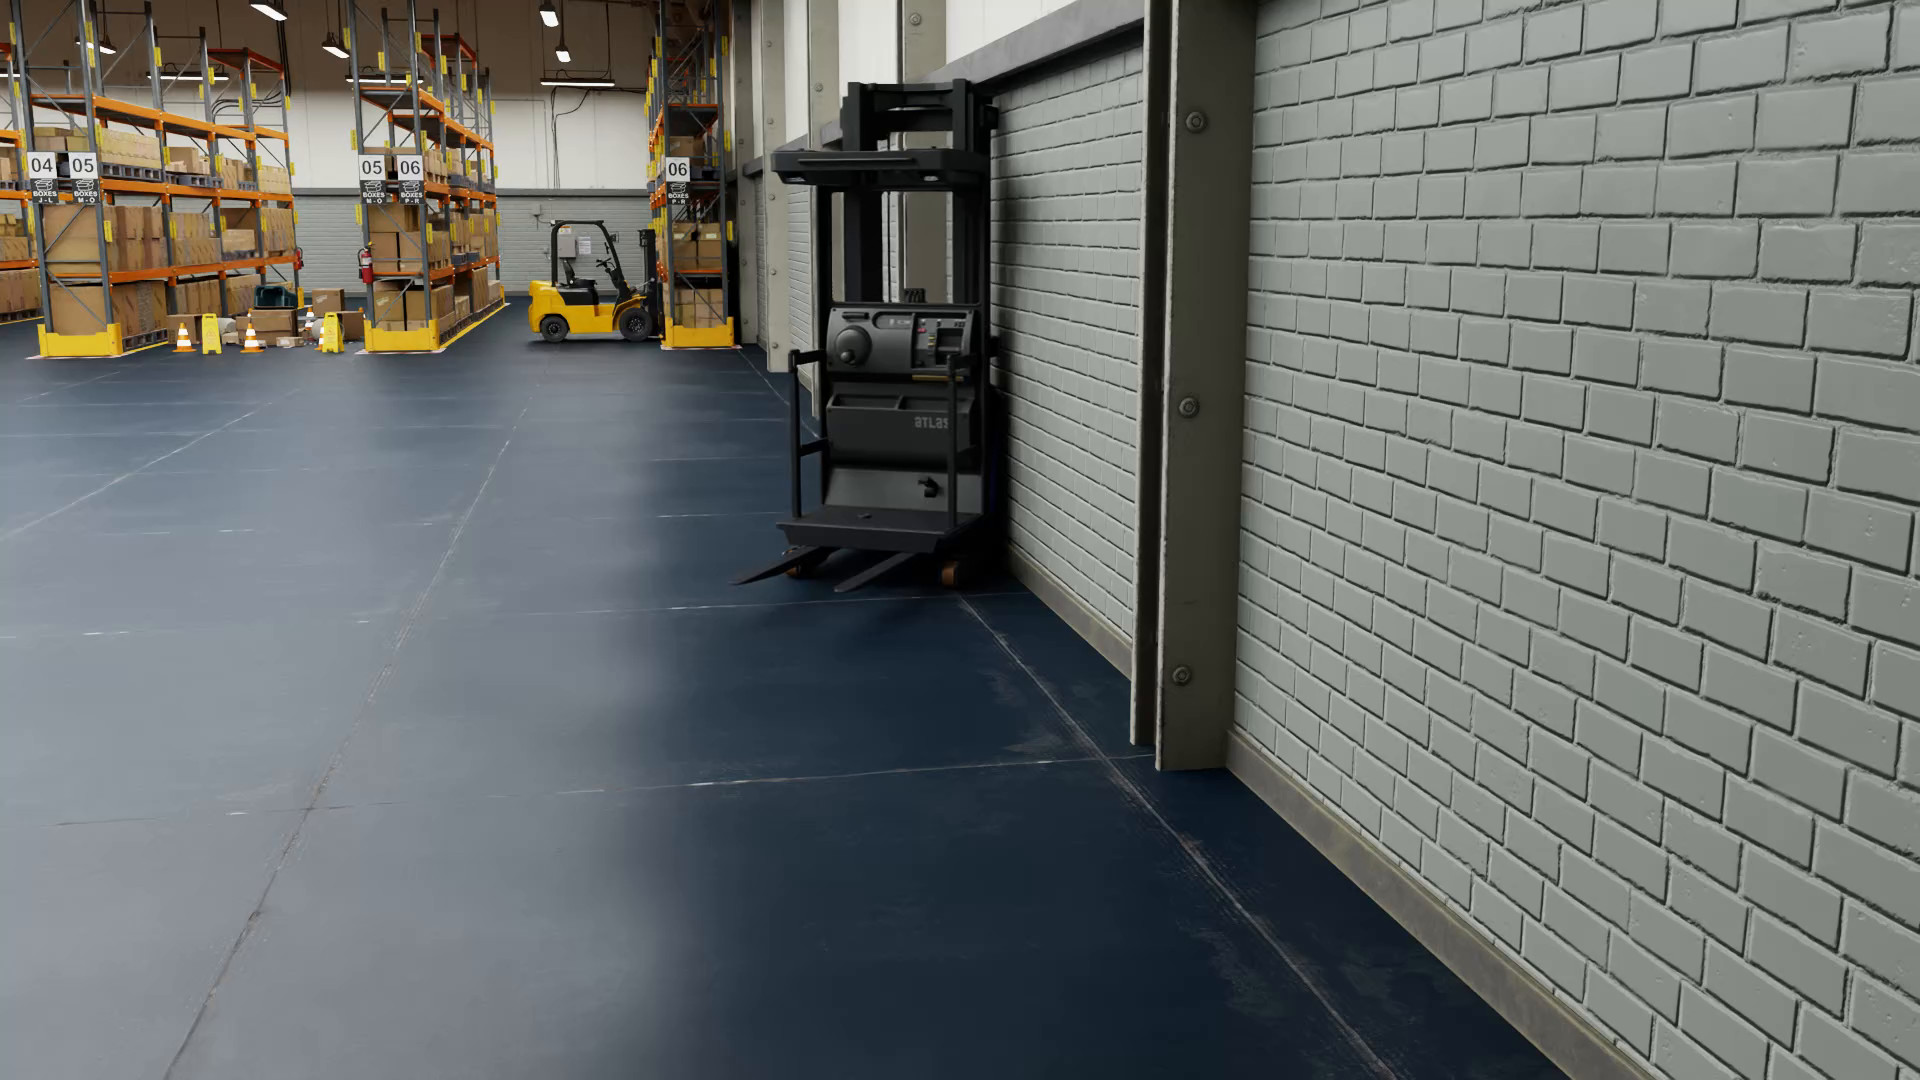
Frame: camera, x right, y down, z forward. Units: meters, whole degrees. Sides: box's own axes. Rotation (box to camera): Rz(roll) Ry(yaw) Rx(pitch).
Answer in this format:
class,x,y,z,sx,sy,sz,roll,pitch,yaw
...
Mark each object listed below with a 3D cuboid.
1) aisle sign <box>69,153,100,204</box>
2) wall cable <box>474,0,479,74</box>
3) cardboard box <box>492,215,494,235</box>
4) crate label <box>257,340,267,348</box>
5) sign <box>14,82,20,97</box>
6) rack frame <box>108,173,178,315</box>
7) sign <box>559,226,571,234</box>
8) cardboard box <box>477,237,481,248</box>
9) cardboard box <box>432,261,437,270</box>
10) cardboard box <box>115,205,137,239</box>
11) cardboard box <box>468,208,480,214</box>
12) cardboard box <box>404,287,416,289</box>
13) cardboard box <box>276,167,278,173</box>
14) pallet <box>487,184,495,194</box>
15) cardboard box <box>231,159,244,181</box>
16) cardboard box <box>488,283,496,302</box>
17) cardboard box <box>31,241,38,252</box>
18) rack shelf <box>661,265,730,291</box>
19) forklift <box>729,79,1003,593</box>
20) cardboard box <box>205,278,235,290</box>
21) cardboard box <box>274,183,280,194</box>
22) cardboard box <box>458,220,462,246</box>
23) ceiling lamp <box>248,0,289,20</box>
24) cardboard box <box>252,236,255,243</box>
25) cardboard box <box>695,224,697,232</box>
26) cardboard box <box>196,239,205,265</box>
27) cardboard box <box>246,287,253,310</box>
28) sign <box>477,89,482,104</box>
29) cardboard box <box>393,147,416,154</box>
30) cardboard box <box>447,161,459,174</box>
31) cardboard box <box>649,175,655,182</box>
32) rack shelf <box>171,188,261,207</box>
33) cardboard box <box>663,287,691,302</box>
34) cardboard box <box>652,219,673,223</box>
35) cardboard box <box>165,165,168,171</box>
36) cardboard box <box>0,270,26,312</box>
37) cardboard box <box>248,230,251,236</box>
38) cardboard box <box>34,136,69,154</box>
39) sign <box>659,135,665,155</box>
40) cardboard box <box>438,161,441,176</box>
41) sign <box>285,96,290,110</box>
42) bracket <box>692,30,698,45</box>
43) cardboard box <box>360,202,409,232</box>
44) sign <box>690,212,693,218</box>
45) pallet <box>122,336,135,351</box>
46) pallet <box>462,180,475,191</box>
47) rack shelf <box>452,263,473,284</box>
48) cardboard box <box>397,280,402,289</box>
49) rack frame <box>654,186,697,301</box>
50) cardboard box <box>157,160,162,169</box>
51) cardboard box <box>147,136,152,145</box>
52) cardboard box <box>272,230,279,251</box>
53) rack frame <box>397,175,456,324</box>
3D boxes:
class,x,y,z,sx,sy,sz,roll,pitch,yaw
aisle sign,-13.924,-5.752,26.442,0.394,0.787,0.004,-2,11,-11
wall cable,-14.918,-14.793,47.204,2.355,3.000,0.029,-2,11,-11
cardboard box,-11.957,-7.885,41.660,0.500,0.500,0.500,-2,11,-11
crate label,-11.982,-3.341,28.381,0.250,0.136,0.298,-9,14,-40
sign,-20.921,-9.983,36.869,0.100,0.325,0.005,-2,11,-11
rack frame,-15.010,-5.211,30.551,1.000,3.000,0.127,-2,11,-11
sign,-11.633,-9.135,48.959,0.339,0.242,0.001,-2,11,-11
cardboard box,-11.078,-6.697,37.423,0.500,0.250,0.500,-2,11,-10
cardboard box,-9.299,-4.768,28.895,0.380,0.149,0.250,-2,11,-10
cardboard box,-14.439,-5.356,28.024,0.875,0.550,0.550,-2,11,-11
cardboard box,-11.537,-7.803,39.493,0.380,0.149,0.250,-2,11,-12
cardboard box,-10.109,-4.322,30.108,0.500,0.500,0.500,-2,11,-8
cardboard box,-16.841,-9.014,40.506,0.380,0.149,0.250,-2,11,-12
pallet,-12.354,-8.904,42.172,1.003,0.211,1.213,-2,11,-11
cardboard box,-16.600,-8.333,37.544,0.700,0.500,0.500,-2,11,-11
cardboard box,-11.922,-6.107,40.991,0.875,0.438,0.875,-2,11,-13
cardboard box,-21.285,-6.684,37.898,0.500,0.250,0.500,-2,11,-12
rack shelf,-4.917,-4.870,30.686,1.077,0.370,4.000,-2,11,-11
forklift,-0.429,-1.242,9.882,1.130,2.935,3.031,4,11,18
cardboard box,-15.685,-5.426,35.240,0.500,0.250,0.500,-3,11,-14
cardboard box,-16.684,-8.456,39.981,0.500,0.250,0.500,-2,11,-8
cardboard box,-10.165,-6.090,32.986,0.500,0.500,0.500,-2,11,-11
ceiling lamp,-12.290,-11.120,29.940,0.800,3.185,2.000,-2,11,-11
cardboard box,-16.295,-6.841,37.870,0.380,0.149,0.250,-2,11,-9
cardboard box,-4.576,-5.631,29.959,0.380,0.149,0.250,-2,11,-9
cardboard box,-15.140,-5.644,32.558,0.500,0.500,0.500,-2,11,-10
cardboard box,-15.980,-5.341,36.800,0.500,0.500,0.500,-2,11,-12
sign,-11.200,-10.343,38.762,0.100,0.325,0.005,-2,11,-11
cardboard box,-9.265,-6.490,27.789,0.380,0.149,0.250,-2,11,-11
cardboard box,-9.895,-7.137,31.928,0.500,0.250,0.500,-2,11,-13
cardboard box,-7.067,-8.453,38.844,0.380,0.149,0.250,-2,11,-10
rack shelf,-16.177,-7.431,36.119,1.077,0.370,4.000,-2,11,-11
cardboard box,-5.137,-4.462,30.175,0.500,0.250,0.500,-2,11,-10
cardboard box,-7.524,-7.864,42.091,0.500,0.500,0.500,-2,11,-10
cardboard box,-14.883,-6.993,30.864,0.258,0.266,0.396,-2,11,-12
cardboard box,-21.132,-5.398,36.095,1.225,0.875,0.875,-3,11,-13
cardboard box,-16.243,-6.937,37.580,0.380,0.149,0.250,-2,11,-13
cardboard box,-14.601,-6.358,26.772,0.500,0.250,0.500,-2,11,-10
sign,-5.063,-6.709,28.245,0.100,0.325,0.005,-2,11,-11
cardboard box,-9.640,-6.697,29.945,0.500,0.250,0.500,-2,11,-12
sign,-16.796,-10.912,41.537,0.100,0.325,0.005,-2,11,-11
bracket,-5.876,-11.369,37.234,0.076,0.066,4.783,-2,11,-11
cardboard box,-9.710,-5.448,28.059,0.700,0.500,0.500,-2,11,-12
sign,-7.092,-8.532,44.058,0.100,0.325,0.005,-2,11,-11
pallet,-14.464,-3.251,27.713,1.003,0.211,1.213,-2,11,-11
pallet,-11.129,-7.640,35.796,1.213,0.211,1.003,-2,11,-8
rack shelf,-10.563,-5.423,33.588,1.077,0.370,4.000,-2,11,-11
cardboard box,-9.991,-4.467,29.133,0.380,0.149,0.250,-2,11,-10
rack frame,-6.862,-7.058,40.255,1.000,3.000,0.127,-2,11,-11
cardboard box,-14.626,-6.761,29.955,0.380,0.149,0.250,-2,11,-11
cardboard box,-14.529,-7.060,29.394,0.380,0.149,0.250,-2,11,-11
cardboard box,-16.581,-7.157,39.716,0.500,0.500,0.500,-2,11,-12
rack frame,-10.174,-5.409,31.594,1.000,3.000,0.127,-2,11,-11
